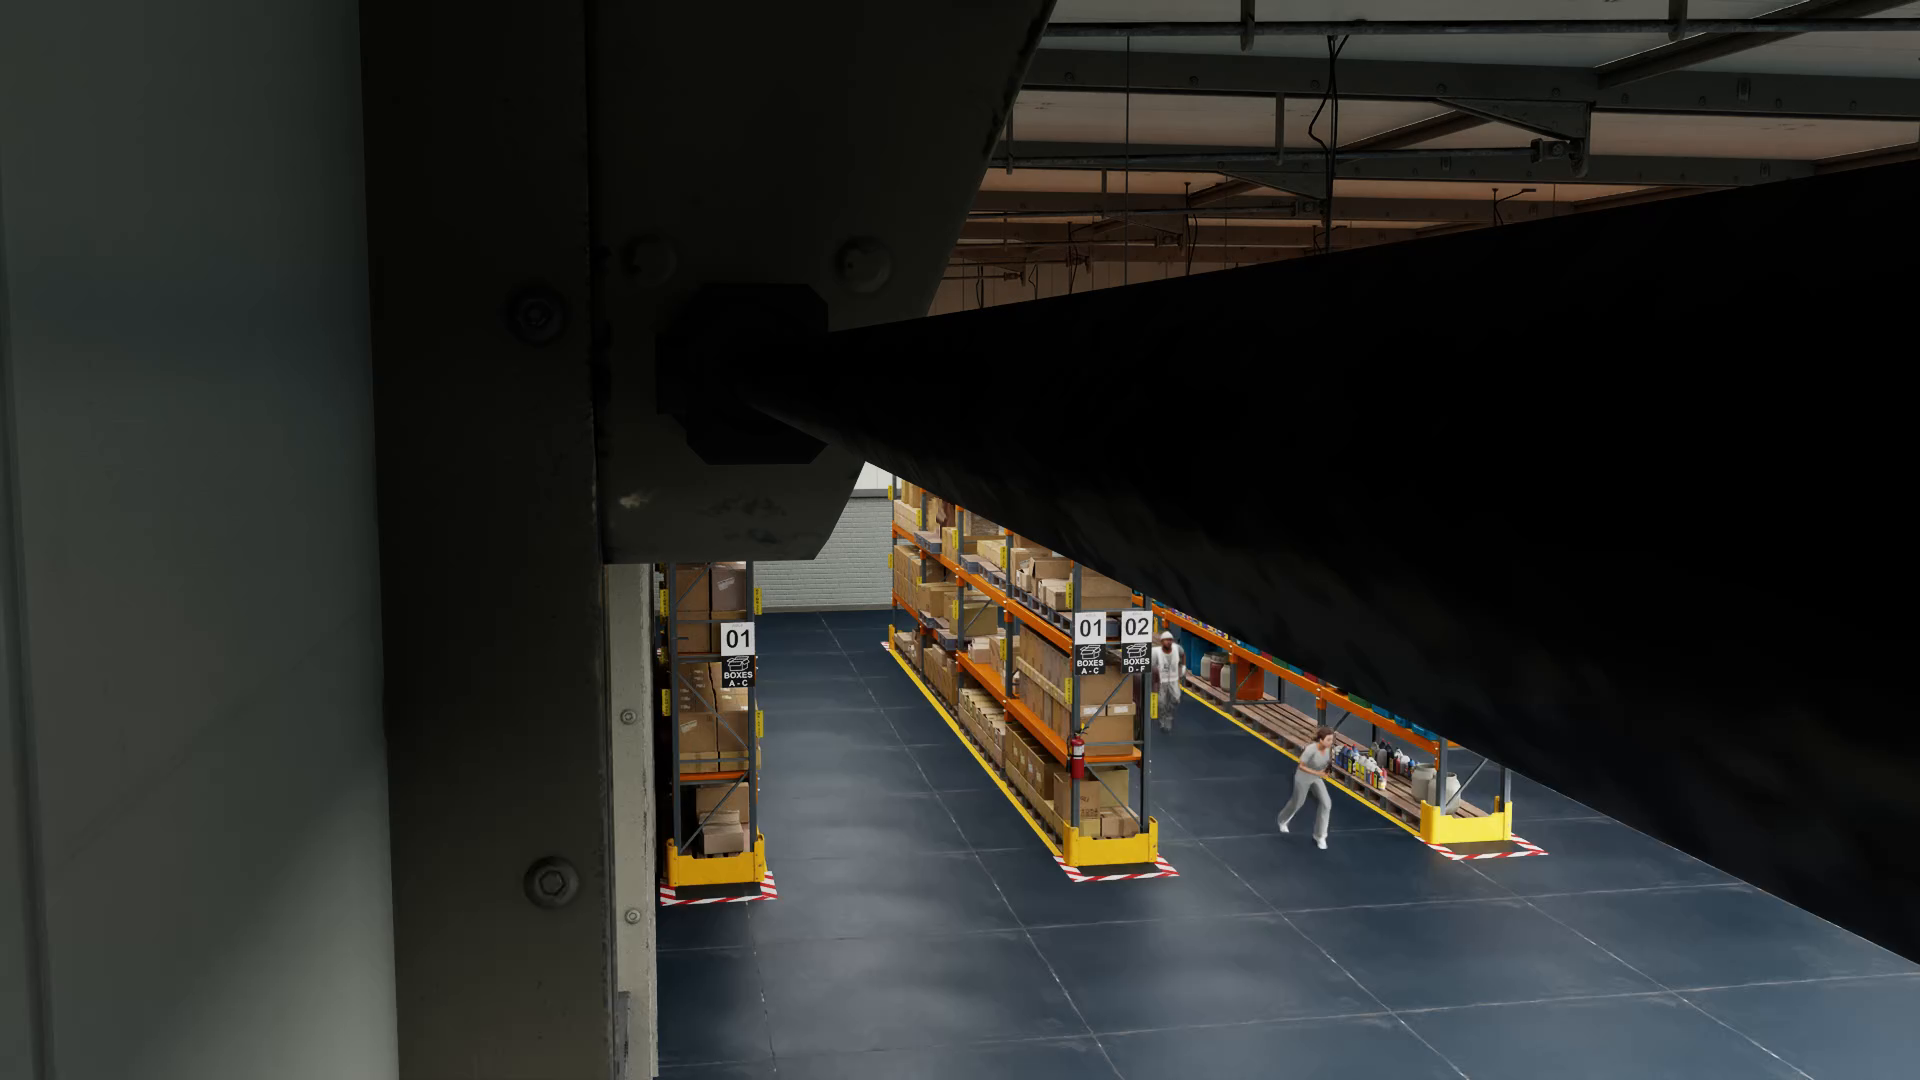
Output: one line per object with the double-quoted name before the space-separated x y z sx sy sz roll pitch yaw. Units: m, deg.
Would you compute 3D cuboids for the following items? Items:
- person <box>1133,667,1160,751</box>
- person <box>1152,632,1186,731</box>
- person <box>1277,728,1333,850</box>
"person" 2.821 2.639 26.541 0.711 1.724 0.874 -3 7 -24
"person" 3.531 2.396 28.197 0.724 1.725 0.783 -1 6 -8
"person" 4.542 3.205 21.886 0.605 1.625 0.951 -4 7 -34
